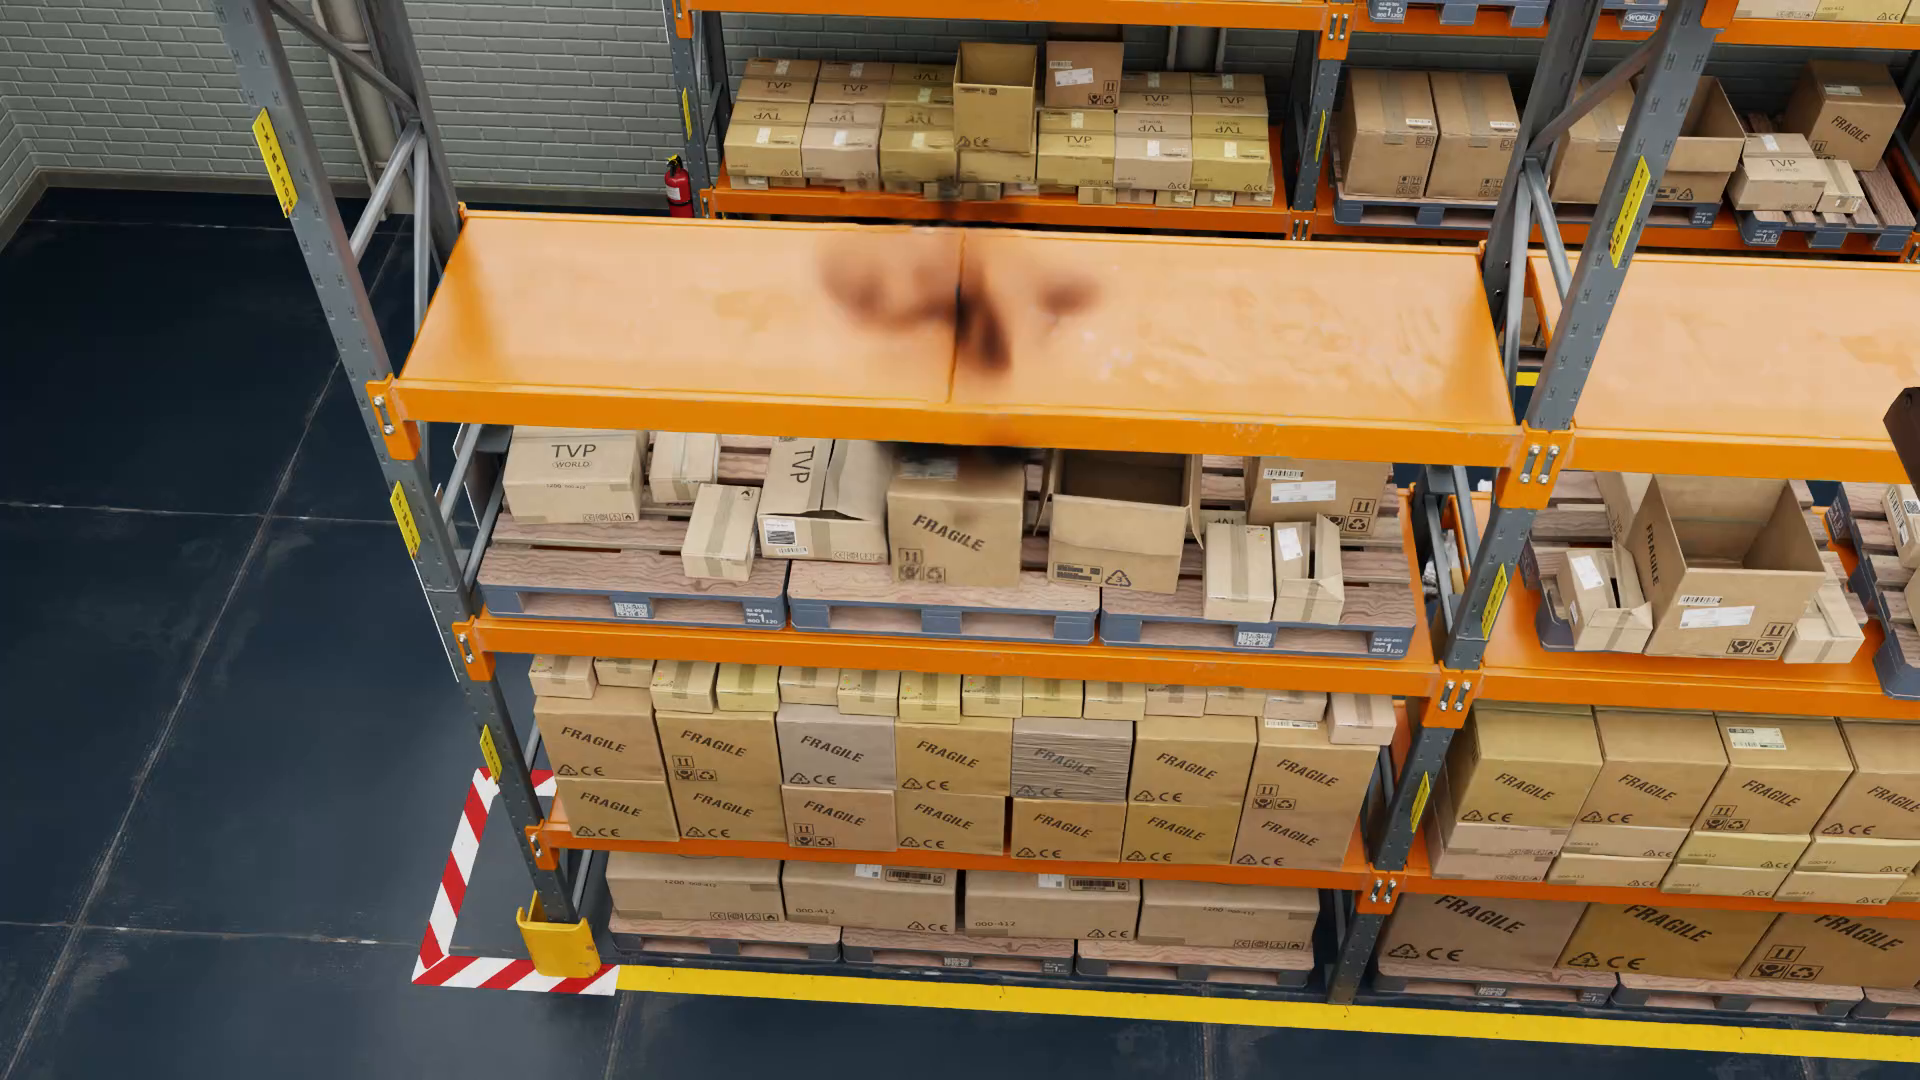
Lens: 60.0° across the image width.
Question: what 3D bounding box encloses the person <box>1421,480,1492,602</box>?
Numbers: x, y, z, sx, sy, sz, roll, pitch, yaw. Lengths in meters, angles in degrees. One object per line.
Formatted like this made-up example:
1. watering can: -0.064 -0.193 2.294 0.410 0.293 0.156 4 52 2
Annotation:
1. person: 2.838 0.250 9.265 0.951 1.683 0.696 0 48 0
